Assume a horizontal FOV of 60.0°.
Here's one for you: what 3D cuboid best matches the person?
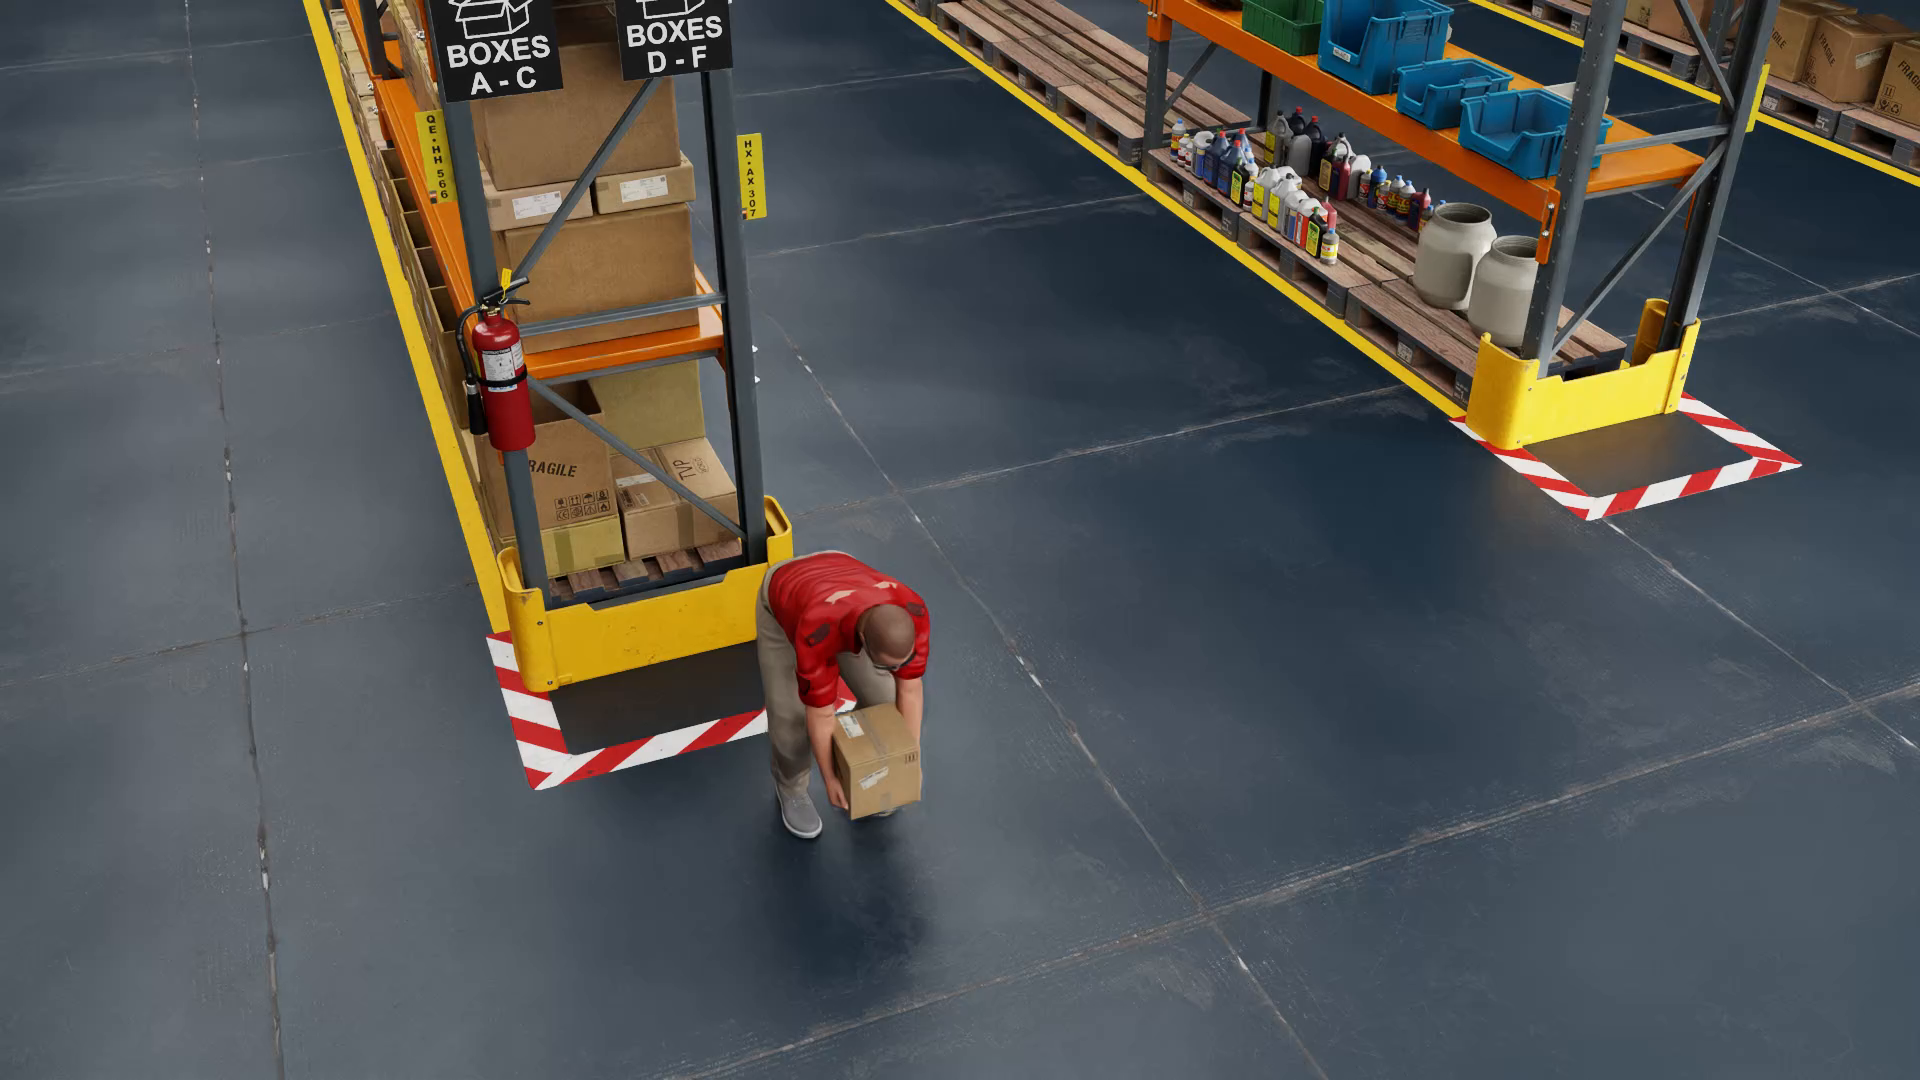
[{"bbox_3d":[-0.391,0.559,5.750,0.506,1.243,0.915,-14,36,-21],"label":"person"}]
